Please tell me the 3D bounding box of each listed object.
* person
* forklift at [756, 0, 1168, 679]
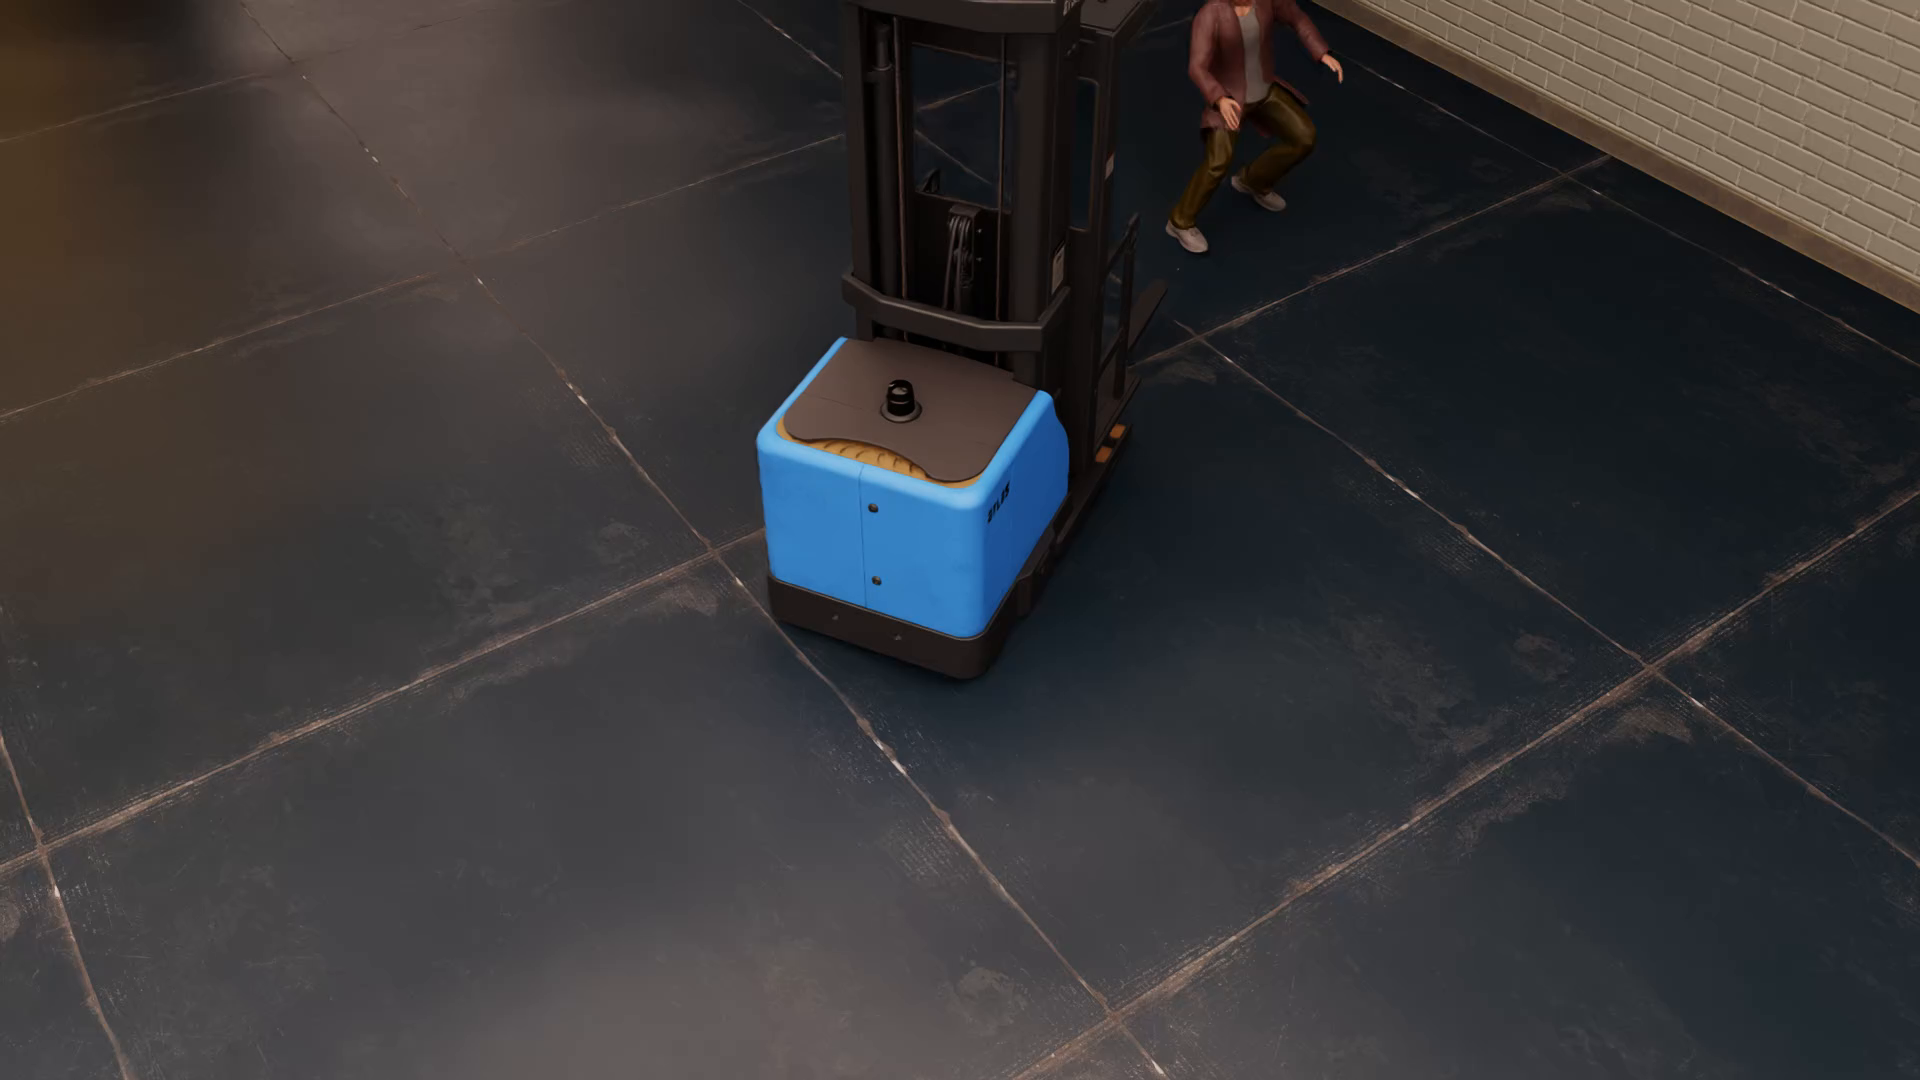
[{"bbox_3d":[1.667,-2.476,9.393,0.922,1.584,0.763,-16,45,-16],"label":"person"},{"bbox_3d":[0.213,-1.487,7.329,1.130,2.935,3.031,17,45,17],"label":"forklift"}]
